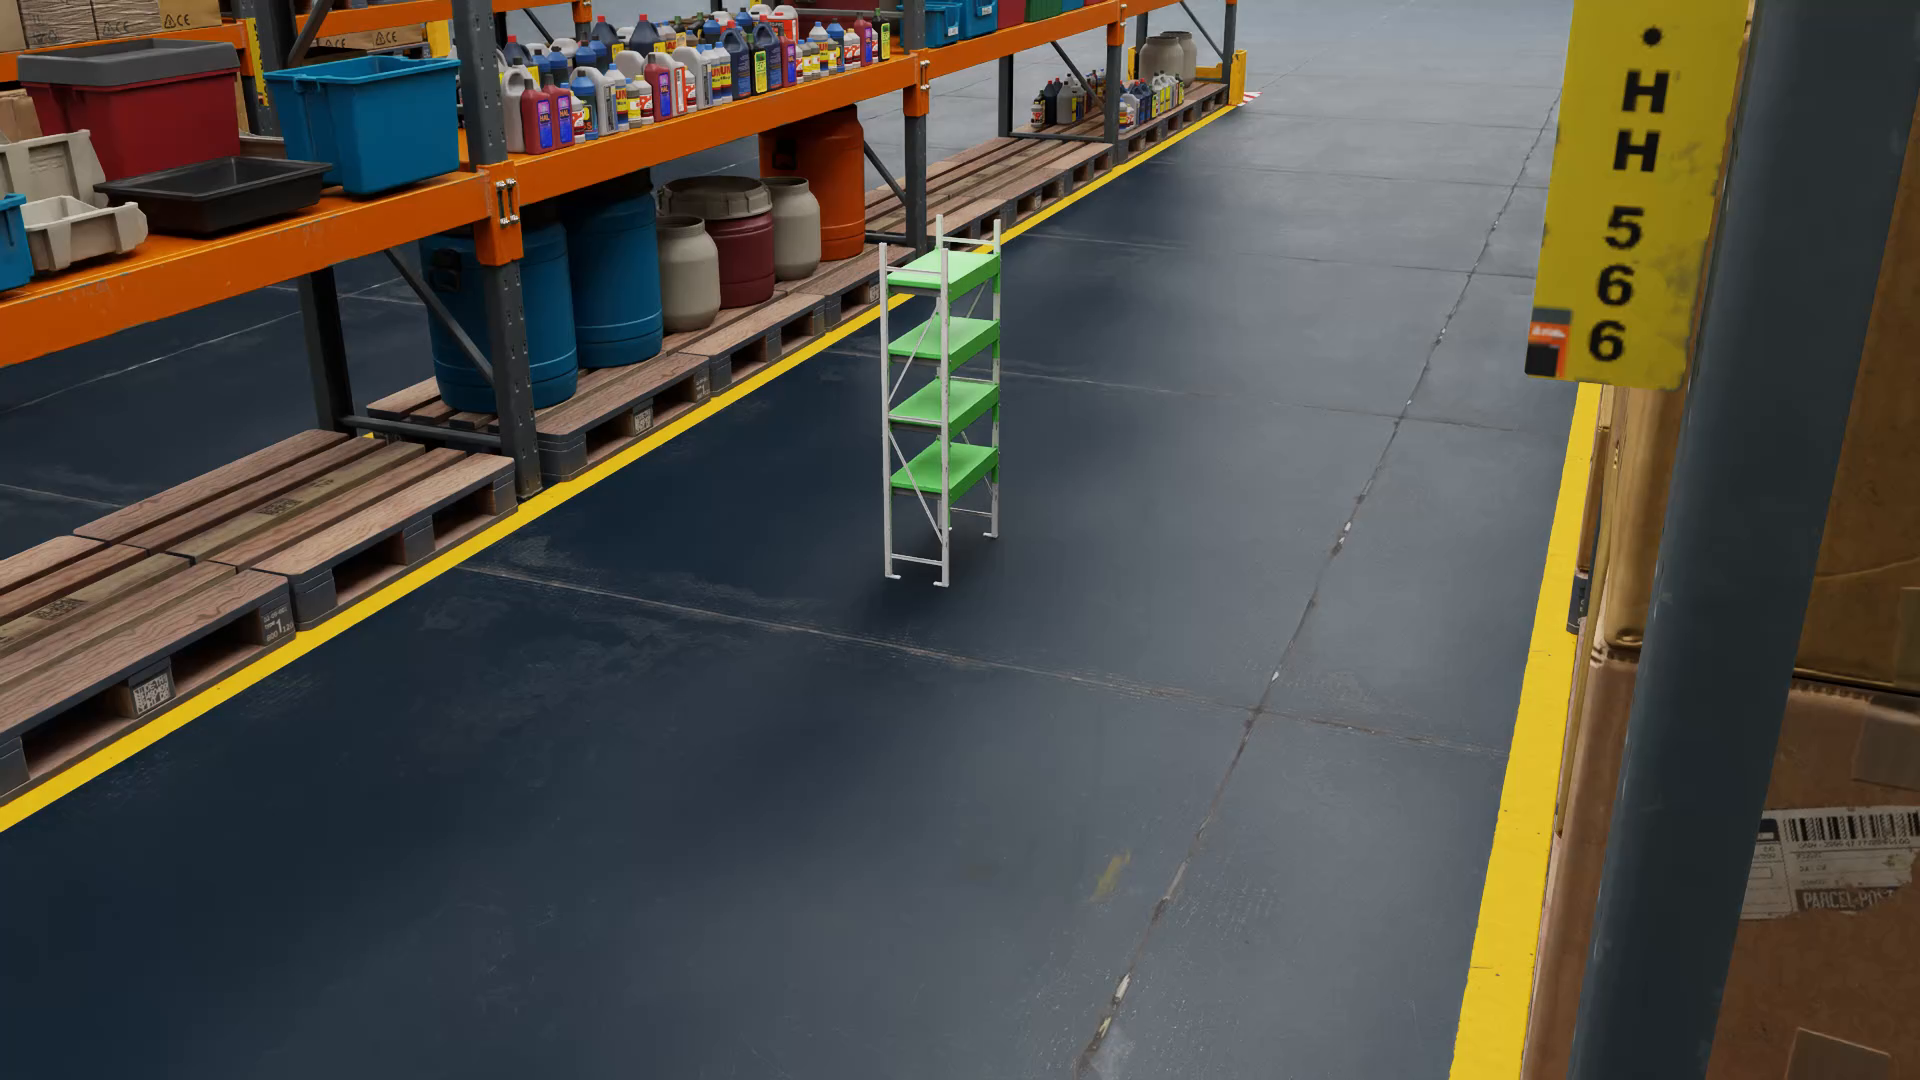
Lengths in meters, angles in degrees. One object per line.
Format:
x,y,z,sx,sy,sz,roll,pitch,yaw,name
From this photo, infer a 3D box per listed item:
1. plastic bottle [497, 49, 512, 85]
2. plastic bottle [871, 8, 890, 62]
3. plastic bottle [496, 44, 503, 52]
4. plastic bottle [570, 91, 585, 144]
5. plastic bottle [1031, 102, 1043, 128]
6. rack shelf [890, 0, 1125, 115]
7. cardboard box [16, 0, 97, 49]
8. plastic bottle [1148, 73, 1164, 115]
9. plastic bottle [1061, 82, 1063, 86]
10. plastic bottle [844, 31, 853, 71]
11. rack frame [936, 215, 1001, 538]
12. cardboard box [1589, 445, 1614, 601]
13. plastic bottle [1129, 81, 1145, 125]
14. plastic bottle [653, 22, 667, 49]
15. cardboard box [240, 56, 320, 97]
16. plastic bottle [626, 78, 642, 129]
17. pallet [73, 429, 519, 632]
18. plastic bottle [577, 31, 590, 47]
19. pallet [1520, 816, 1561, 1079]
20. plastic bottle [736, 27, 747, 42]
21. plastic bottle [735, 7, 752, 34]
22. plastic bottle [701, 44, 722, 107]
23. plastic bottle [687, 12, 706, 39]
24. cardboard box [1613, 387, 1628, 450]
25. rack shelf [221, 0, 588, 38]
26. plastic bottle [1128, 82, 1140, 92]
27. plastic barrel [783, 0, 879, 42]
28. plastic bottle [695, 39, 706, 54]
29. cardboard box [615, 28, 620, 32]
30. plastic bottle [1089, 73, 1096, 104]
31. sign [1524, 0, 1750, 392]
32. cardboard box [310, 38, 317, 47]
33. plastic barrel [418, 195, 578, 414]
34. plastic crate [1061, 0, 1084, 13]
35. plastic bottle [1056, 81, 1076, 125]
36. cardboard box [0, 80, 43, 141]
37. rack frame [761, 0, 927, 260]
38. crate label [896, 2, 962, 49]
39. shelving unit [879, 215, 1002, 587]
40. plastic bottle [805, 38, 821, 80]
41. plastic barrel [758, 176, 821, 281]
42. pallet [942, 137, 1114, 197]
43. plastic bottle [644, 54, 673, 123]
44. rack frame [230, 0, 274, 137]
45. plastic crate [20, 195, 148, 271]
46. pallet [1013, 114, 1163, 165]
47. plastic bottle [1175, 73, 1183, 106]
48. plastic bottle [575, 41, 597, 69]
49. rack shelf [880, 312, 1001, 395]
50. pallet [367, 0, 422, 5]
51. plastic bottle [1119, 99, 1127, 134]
-2.000,-1.963,7.122,0.144,0.351,0.185,9,24,20,plastic bottle
-0.440,-2.803,9.219,0.061,0.283,0.133,9,24,20,plastic bottle
-2.065,-2.050,7.330,0.144,0.351,0.185,9,24,20,plastic bottle
-1.564,-1.701,6.688,0.097,0.201,0.097,0,23,0,plastic bottle
0.645,-3.580,13.989,0.097,0.201,0.097,0,23,0,plastic bottle
0.057,-3.446,11.542,1.077,0.370,4.000,9,24,20,rack shelf
-5.618,-3.242,9.989,0.500,0.500,0.500,8,24,18,cardboard box
1.713,-3.924,14.617,0.144,0.351,0.185,9,24,20,plastic bottle
0.865,-3.848,14.524,0.061,0.283,0.133,11,25,24,plastic bottle
-0.622,-2.609,8.861,0.097,0.201,0.097,0,23,0,plastic bottle
0.029,-0.582,6.086,0.240,1.200,0.015,9,24,20,rack frame
1.234,-0.098,2.464,0.500,0.500,0.500,9,24,20,cardboard box
1.485,-3.704,14.092,0.144,0.351,0.185,9,24,21,plastic bottle
-1.559,-2.526,8.573,0.097,0.271,0.097,0,23,0,plastic bottle
-5.063,-3.411,12.224,0.500,0.250,0.500,10,25,22,cardboard box
-1.405,-1.854,7.054,0.097,0.201,0.097,0,23,0,plastic bottle
-2.409,-0.076,6.157,1.003,0.211,1.213,9,24,20,pallet
-1.823,-2.296,8.007,0.061,0.283,0.133,9,24,20,plastic bottle
1.718,1.050,3.462,1.003,0.211,1.213,9,24,20,pallet
-1.196,-2.685,9.045,0.097,0.201,0.097,0,23,0,plastic bottle
-1.215,-2.857,9.365,0.097,0.271,0.097,0,23,0,plastic bottle
-1.147,-2.135,7.635,0.097,0.271,0.097,0,23,0,plastic bottle
-1.411,-2.693,8.957,0.061,0.283,0.133,9,24,20,plastic bottle
1.037,-0.376,1.832,0.500,0.500,0.500,9,24,22,cardboard box
-4.542,-4.155,13.239,1.077,0.370,4.000,9,24,20,rack shelf
1.566,-3.901,14.661,0.152,0.276,0.135,9,24,20,plastic bottle
-0.795,-3.335,10.165,0.600,0.536,0.708,9,24,20,plastic barrel
-1.209,-2.225,7.852,0.097,0.271,0.097,0,23,0,plastic bottle
-3.250,-4.820,16.596,0.500,0.500,0.500,7,24,15,cardboard box
1.196,-4.142,15.244,0.097,0.271,0.097,0,23,0,plastic bottle
0.432,-0.256,1.058,0.100,0.325,0.005,9,24,20,sign
-7.736,-5.701,18.218,0.875,0.875,0.875,9,24,20,cardboard box
-1.954,-1.049,7.047,0.600,0.901,0.708,9,24,20,plastic barrel
0.679,-4.047,12.068,0.392,0.384,0.575,9,24,20,plastic crate
0.905,-3.726,14.143,0.144,0.351,0.185,9,24,20,plastic bottle
-5.898,-2.423,10.371,1.225,0.875,0.875,9,24,20,cardboard box
-0.686,-3.062,9.690,1.000,3.000,0.127,9,24,20,rack frame
-0.181,-3.082,9.954,0.303,0.233,0.416,9,24,20,crate label
-0.062,-0.494,5.877,0.258,1.200,0.503,9,24,20,shelving unit
-0.766,-2.469,8.528,0.097,0.201,0.097,0,23,0,plastic bottle
-0.979,-1.716,9.149,0.421,0.512,0.421,0,23,0,plastic barrel
0.544,-2.920,12.968,1.003,0.211,1.213,9,24,20,pallet
-1.309,-1.965,7.214,0.061,0.283,0.133,9,24,20,plastic bottle
-5.284,-3.771,11.387,1.000,3.000,0.127,9,24,20,rack frame
-2.539,-0.871,4.707,0.293,0.136,0.466,9,24,20,plastic crate
1.088,-3.441,14.215,1.003,0.211,1.213,9,24,20,pallet
1.984,-4.110,15.152,0.061,0.283,0.133,9,24,21,plastic bottle
-1.744,-2.190,7.768,0.097,0.271,0.097,0,23,0,plastic bottle
-0.062,-0.657,5.809,0.258,0.148,0.480,9,24,20,rack shelf
-4.587,-4.397,13.134,1.003,0.211,1.213,9,24,20,pallet
1.325,-3.489,13.680,0.097,0.271,0.097,0,23,0,plastic bottle
